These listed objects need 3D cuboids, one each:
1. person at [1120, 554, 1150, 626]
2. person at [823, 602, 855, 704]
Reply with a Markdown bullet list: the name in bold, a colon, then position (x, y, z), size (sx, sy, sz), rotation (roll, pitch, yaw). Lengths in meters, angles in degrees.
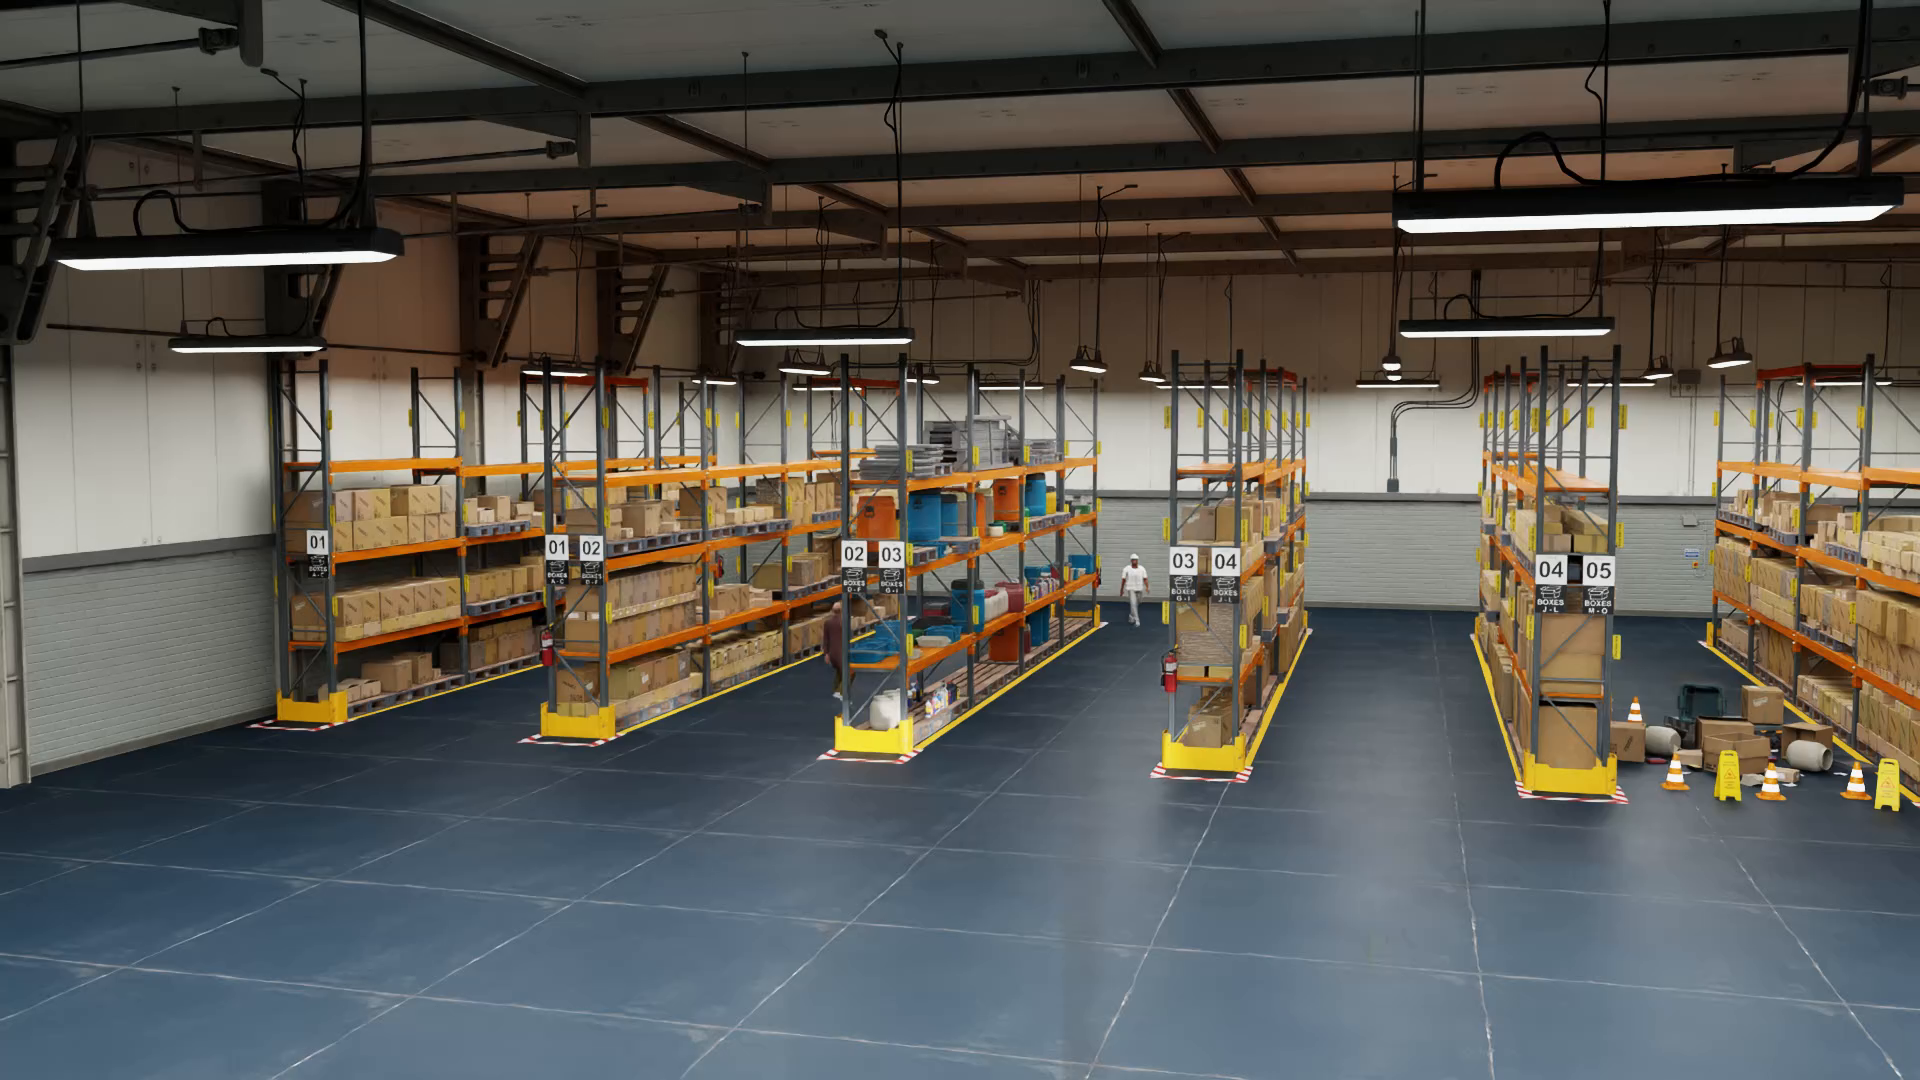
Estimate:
- **person**: position (4.309, 1.205, 40.482), size (0.591, 1.707, 1.004), rotation (-1, 4, -18)
- **person**: position (-2.069, 1.913, 28.290), size (0.626, 1.702, 0.602), rotation (2, 5, 24)
